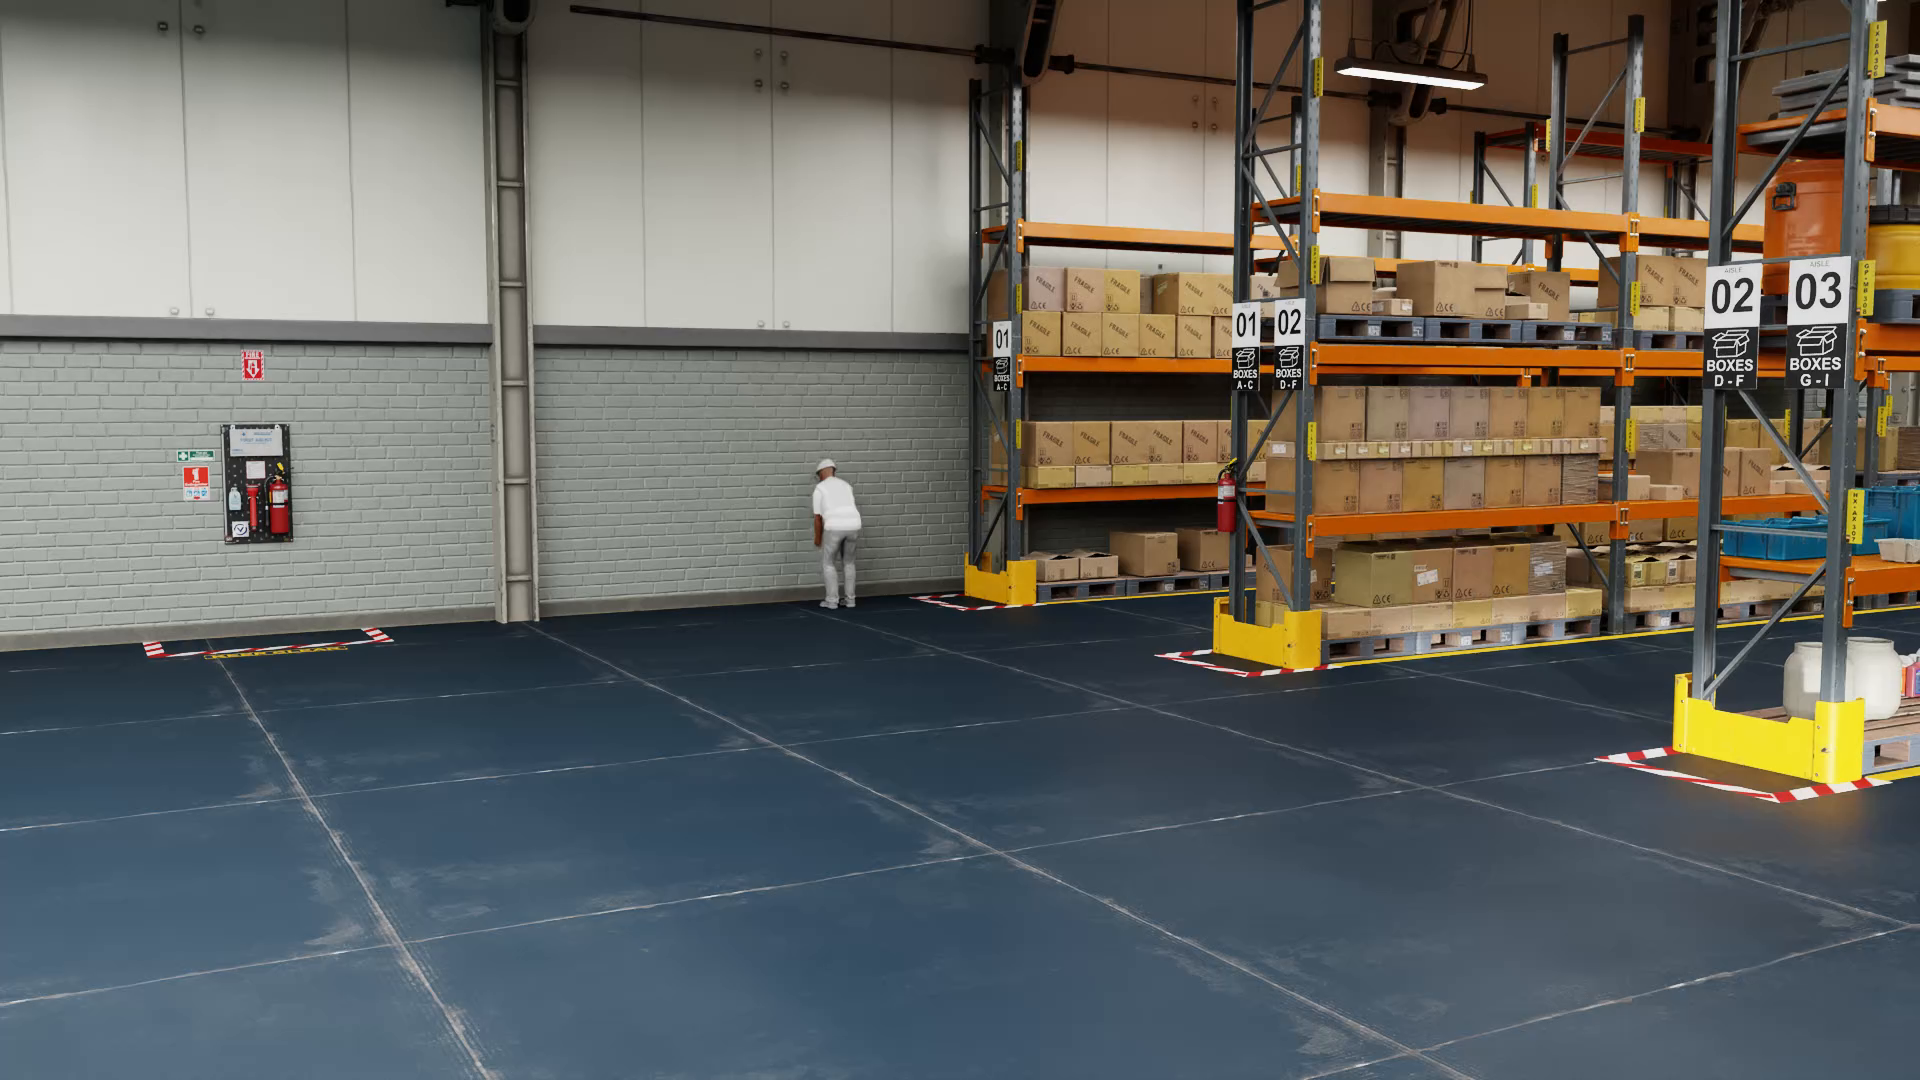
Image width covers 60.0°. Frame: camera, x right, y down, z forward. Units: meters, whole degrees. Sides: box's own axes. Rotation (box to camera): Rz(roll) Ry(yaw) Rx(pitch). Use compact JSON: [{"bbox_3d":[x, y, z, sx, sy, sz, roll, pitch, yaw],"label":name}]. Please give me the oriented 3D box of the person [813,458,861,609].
[{"bbox_3d":[-1.412,-0.082,18.670,0.483,1.659,0.691,-3,6,-30],"label":"person"}]
